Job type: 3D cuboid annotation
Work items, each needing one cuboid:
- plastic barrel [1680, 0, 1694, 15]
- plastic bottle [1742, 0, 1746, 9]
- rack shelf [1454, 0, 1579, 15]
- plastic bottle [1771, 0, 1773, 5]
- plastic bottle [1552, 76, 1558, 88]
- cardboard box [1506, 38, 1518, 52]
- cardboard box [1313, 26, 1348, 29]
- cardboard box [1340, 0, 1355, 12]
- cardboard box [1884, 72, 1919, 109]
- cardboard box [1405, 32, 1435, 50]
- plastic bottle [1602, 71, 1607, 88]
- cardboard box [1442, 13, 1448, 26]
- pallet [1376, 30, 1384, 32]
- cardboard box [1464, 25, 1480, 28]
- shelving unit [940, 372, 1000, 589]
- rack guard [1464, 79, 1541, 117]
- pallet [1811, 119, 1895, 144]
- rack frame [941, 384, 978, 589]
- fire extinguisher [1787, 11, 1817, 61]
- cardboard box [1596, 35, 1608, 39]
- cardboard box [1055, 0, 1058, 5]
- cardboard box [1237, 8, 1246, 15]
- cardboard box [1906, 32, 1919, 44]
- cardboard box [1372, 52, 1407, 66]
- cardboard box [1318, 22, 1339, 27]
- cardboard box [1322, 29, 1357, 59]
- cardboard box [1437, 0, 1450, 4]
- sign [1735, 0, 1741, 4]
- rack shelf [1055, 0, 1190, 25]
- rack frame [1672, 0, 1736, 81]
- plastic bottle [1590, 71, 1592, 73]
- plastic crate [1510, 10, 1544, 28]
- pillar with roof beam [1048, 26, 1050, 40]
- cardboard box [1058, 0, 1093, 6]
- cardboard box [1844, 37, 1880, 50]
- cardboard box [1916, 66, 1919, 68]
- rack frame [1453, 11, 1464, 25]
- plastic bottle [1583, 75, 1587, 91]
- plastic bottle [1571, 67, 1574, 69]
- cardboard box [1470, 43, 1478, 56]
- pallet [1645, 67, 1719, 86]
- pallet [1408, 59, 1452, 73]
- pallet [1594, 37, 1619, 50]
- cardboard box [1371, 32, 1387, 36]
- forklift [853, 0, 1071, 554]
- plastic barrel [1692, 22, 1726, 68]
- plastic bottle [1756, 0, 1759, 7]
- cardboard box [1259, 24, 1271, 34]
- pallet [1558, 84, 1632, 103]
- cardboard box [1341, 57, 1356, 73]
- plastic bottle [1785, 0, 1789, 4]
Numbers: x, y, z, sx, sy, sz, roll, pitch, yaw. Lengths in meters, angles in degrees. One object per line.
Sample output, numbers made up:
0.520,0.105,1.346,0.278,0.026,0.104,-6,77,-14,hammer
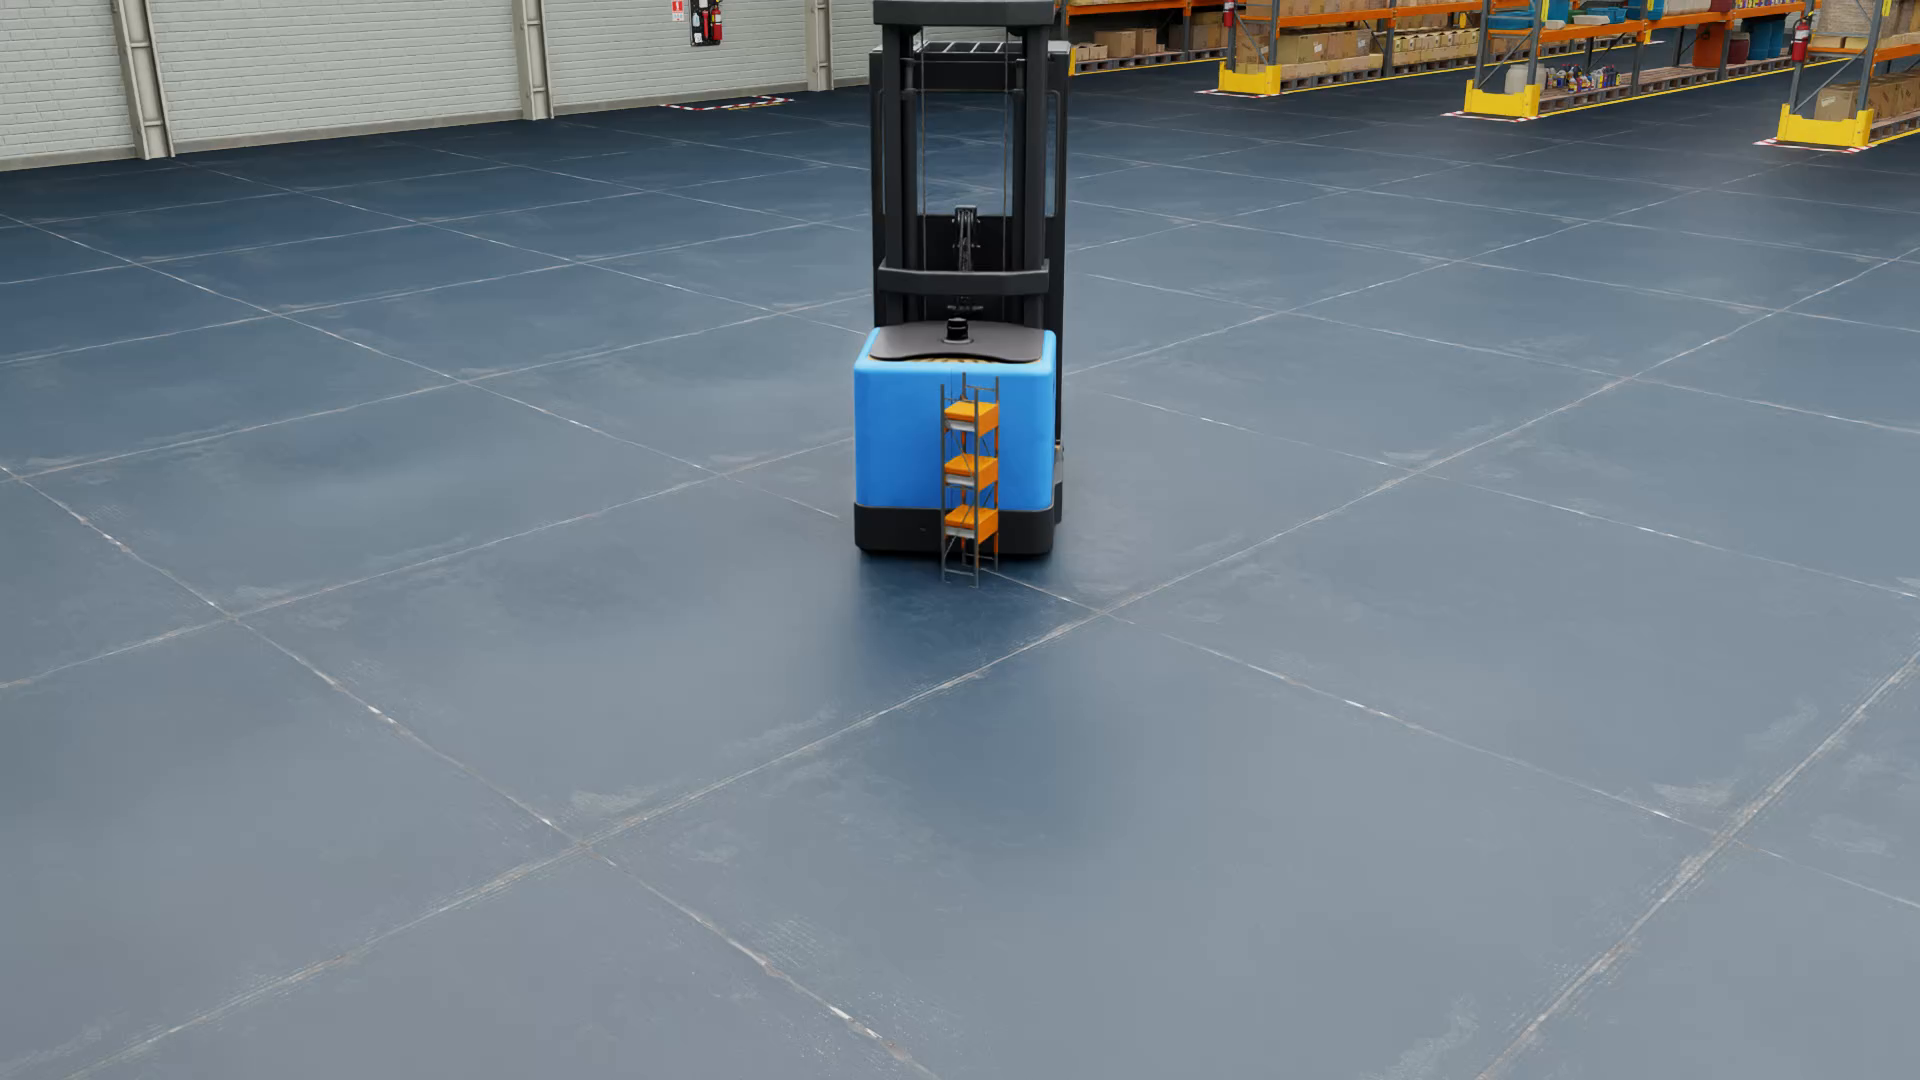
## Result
13.270,-9.948,30.586,0.433,0.535,0.433,0,21,0,plastic barrel
15.218,-10.471,32.299,0.061,0.283,0.133,19,28,41,plastic bottle
12.271,-11.841,36.703,1.077,0.370,4.000,19,28,41,rack shelf
16.246,-10.821,33.323,0.097,0.201,0.097,0,21,0,plastic bottle
10.330,-7.965,28.903,0.097,0.201,0.097,0,21,0,plastic bottle
11.759,-10.883,36.078,0.500,0.500,0.500,18,27,39,cardboard box
7.194,-9.726,32.399,0.500,0.500,0.500,19,28,41,cardboard box
7.064,-10.300,31.553,0.500,0.500,0.700,-20,28,-41,cardboard box
14.873,-7.090,26.240,0.500,0.500,0.500,18,28,39,cardboard box
9.265,-10.113,33.671,0.500,0.311,0.500,18,27,39,cardboard box
11.171,-7.992,28.859,0.133,0.283,0.061,-18,27,-39,plastic bottle
12.488,-13.782,43.650,0.700,0.500,0.500,19,28,41,cardboard box
10.701,-12.804,42.093,1.003,0.211,1.213,19,28,41,pallet
11.360,-11.000,36.384,0.500,0.500,0.500,-19,28,-40,cardboard box
0.050,-0.297,8.385,0.215,1.050,0.252,10,23,24,shelving unit
8.861,-7.230,27.188,1.175,0.500,0.348,19,28,41,rack guard
13.035,-6.044,24.505,1.003,0.211,1.213,19,28,41,pallet
-0.002,-0.258,8.282,0.200,1.050,0.008,10,23,24,rack frame
11.980,-7.176,23.671,0.296,0.674,0.183,19,28,41,fire extinguisher
14.973,-12.215,39.540,0.797,0.503,0.637,19,28,41,cardboard box
1.930,-10.953,33.572,0.500,0.250,0.500,-20,28,-41,cardboard box
6.417,-11.961,37.839,0.500,0.250,0.500,-20,28,-41,cardboard box
13.876,-7.383,24.454,0.380,0.149,0.250,19,28,41,cardboard box
8.544,-9.589,33.088,0.500,0.250,0.500,18,28,39,cardboard box
8.547,-12.474,39.758,0.750,0.750,0.750,19,28,40,cardboard box
7.215,-9.468,31.729,0.500,0.500,0.500,19,28,41,cardboard box
9.717,-11.274,34.086,0.500,0.500,0.500,17,27,38,cardboard box
14.821,-10.362,31.626,0.100,0.325,0.005,19,28,41,sign
3.138,-11.023,34.576,1.077,0.370,4.000,19,28,41,rack shelf
14.422,-10.422,32.009,1.000,3.000,0.127,19,28,41,rack frame
10.939,-7.980,28.829,0.061,0.283,0.133,19,28,41,plastic bottle
9.433,-8.665,27.645,0.499,0.251,0.408,19,28,41,plastic crate
4.696,-12.964,30.261,9.100,9.000,0.400,19,28,41,pillar with roof beam
2.311,-10.830,33.252,0.500,0.250,0.500,18,28,39,cardboard box
12.760,-7.022,23.514,0.380,0.149,0.250,19,28,41,cardboard box
15.971,-7.463,27.181,0.700,0.500,0.500,19,28,40,cardboard box
12.905,-14.958,43.810,1.000,3.000,0.127,19,28,41,rack frame
10.638,-7.799,28.375,0.097,0.271,0.097,0,21,0,plastic bottle
10.890,-8.266,29.581,0.135,0.276,0.152,-19,28,-40,plastic bottle
10.684,-10.379,35.144,0.500,0.250,0.500,-19,28,-41,cardboard box
13.854,-8.931,32.016,1.003,0.211,1.213,19,28,41,pallet
9.423,-9.847,34.400,1.003,0.211,1.213,19,28,41,pallet
14.997,-11.881,39.691,1.003,0.211,1.213,19,28,41,pallet
8.521,-10.120,33.688,0.500,0.311,0.500,-19,28,-41,cardboard box
0.068,-1.779,9.618,1.130,2.935,3.031,2,21,4,forklift
14.751,-9.735,32.661,0.600,0.830,0.708,19,28,41,plastic barrel
15.701,-10.653,32.788,0.097,0.271,0.097,0,21,0,plastic bottle
6.859,-11.742,38.314,0.500,0.500,0.700,-20,29,-41,cardboard box
11.133,-7.930,29.412,1.003,0.211,1.213,19,28,41,pallet
7.224,-9.115,31.855,0.500,0.250,0.500,19,28,41,cardboard box
16.806,-11.109,33.865,0.144,0.351,0.185,19,28,41,plastic bottle
